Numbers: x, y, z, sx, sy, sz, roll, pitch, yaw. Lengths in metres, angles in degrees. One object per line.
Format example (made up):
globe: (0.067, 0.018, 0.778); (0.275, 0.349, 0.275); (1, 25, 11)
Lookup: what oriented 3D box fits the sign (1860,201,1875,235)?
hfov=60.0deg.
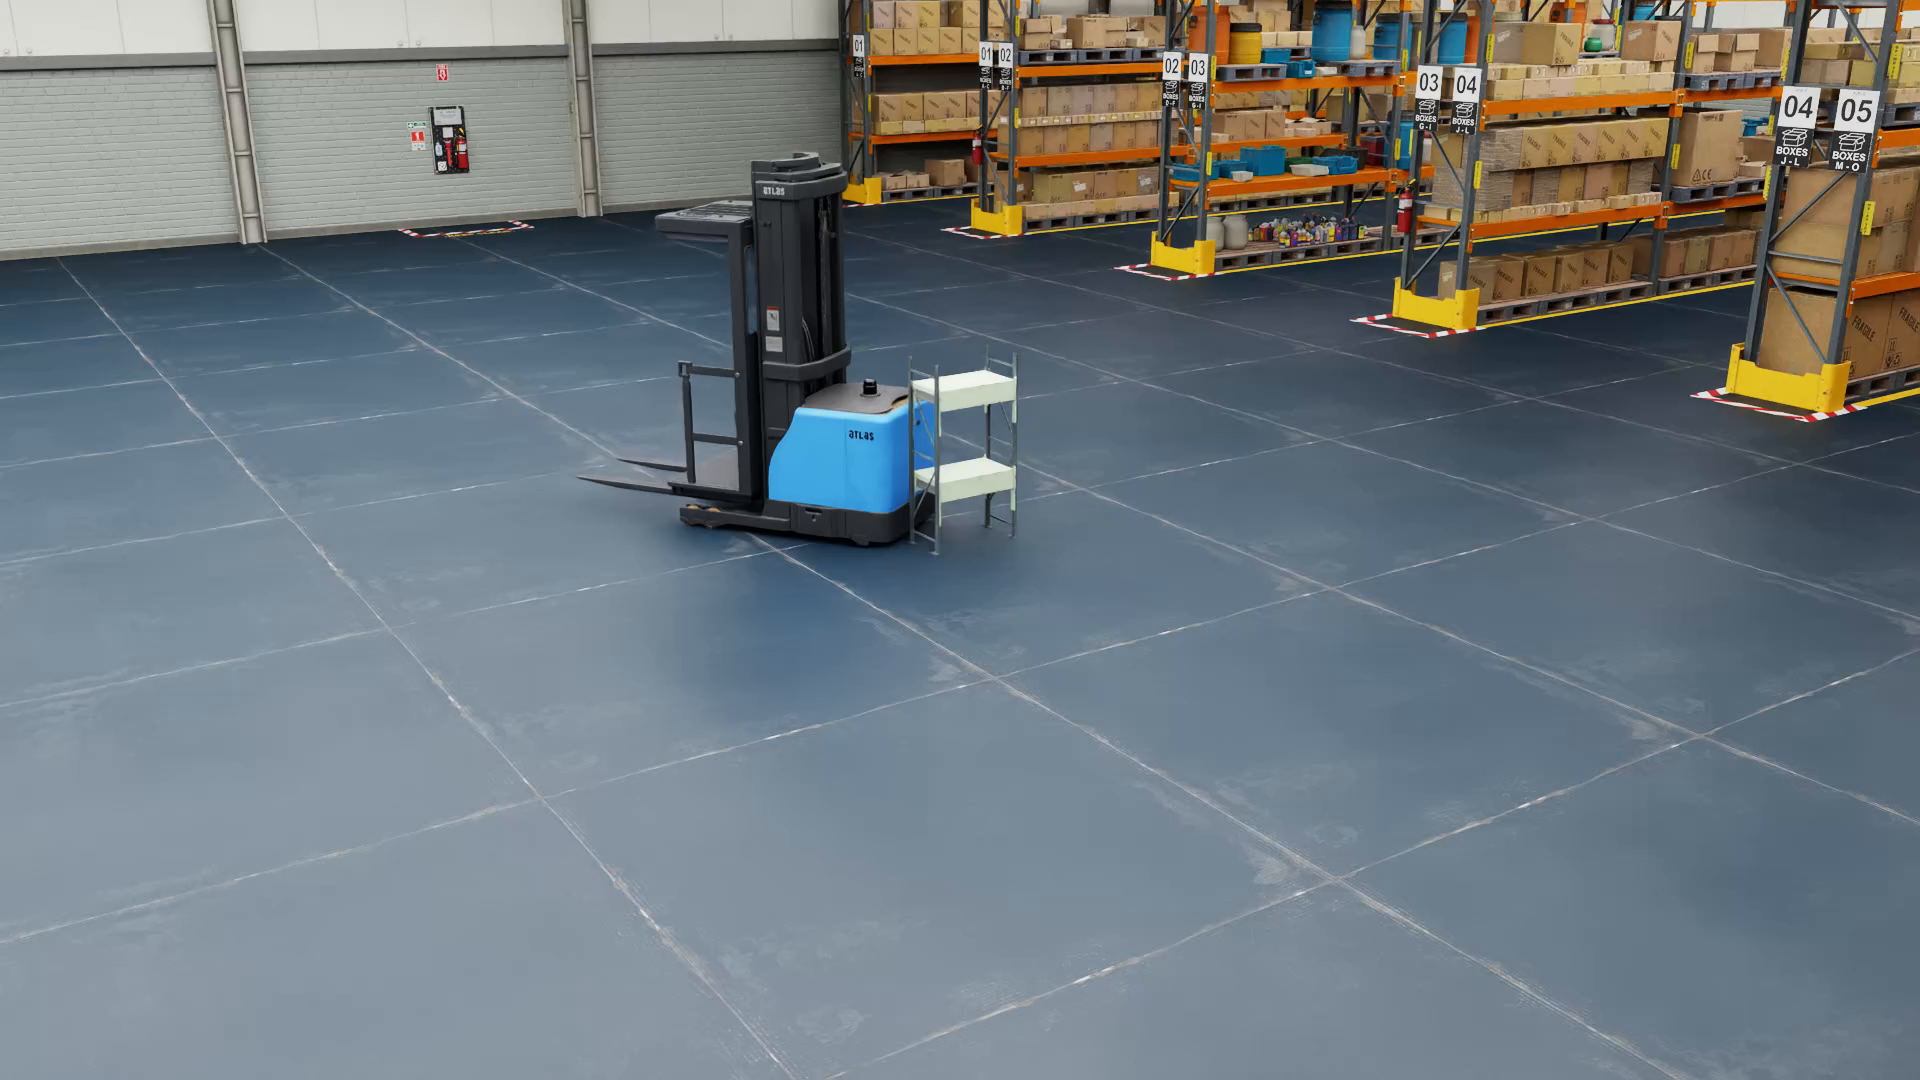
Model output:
sign: (9.051, -3.211, 16.584); (0.005, 0.325, 0.100); (-12, 22, -31)

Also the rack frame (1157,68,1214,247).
rack frame: (3.384, -5.582, 25.073); (0.127, 3.000, 1.000); (-12, 22, -31)

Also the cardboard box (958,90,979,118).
cardboard box: (0.211, -8.889, 33.887); (0.500, 0.500, 0.500); (-13, 22, -33)

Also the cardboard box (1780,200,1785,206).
cardboard box: (13.377, -4.975, 25.939); (0.875, 0.875, 1.225); (-13, 23, -34)

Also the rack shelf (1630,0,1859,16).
rack shelf: (11.119, -7.626, 23.499); (4.000, 0.370, 1.077); (-12, 22, -31)

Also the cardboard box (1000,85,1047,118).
cardboard box: (1.104, -7.658, 29.031); (0.500, 0.500, 0.700); (-12, 22, -31)

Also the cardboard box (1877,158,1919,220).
cardboard box: (10.033, -3.734, 17.687); (0.550, 0.550, 0.875); (-12, 22, -31)

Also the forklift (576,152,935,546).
forklift: (-1.744, -1.628, 13.483); (3.031, 2.935, 1.130); (8, 20, 21)

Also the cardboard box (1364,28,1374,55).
cardboard box: (7.690, -9.871, 32.920); (0.500, 0.500, 0.910); (-12, 22, -31)

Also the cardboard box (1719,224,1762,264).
cardboard box: (11.784, -4.466, 24.988); (0.500, 0.500, 0.700); (-14, 23, -36)

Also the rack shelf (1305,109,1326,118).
rack shelf: (9.627, -10.357, 40.321); (4.000, 0.370, 1.077); (-12, 22, -31)

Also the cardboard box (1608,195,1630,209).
cardboard box: (8.827, -4.583, 22.510); (0.250, 0.149, 0.380); (-12, 22, -31)

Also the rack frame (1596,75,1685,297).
rack frame: (9.448, -4.962, 23.239); (0.127, 3.000, 1.000); (-12, 22, -31)

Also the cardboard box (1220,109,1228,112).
cardboard box: (5.857, -9.719, 37.672); (0.250, 0.149, 0.380); (-11, 22, -30)

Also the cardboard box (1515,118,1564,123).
cardboard box: (7.687, -5.345, 22.190); (0.500, 0.500, 0.500); (-12, 22, -31)

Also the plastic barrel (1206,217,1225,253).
plastic barrel: (3.891, -4.739, 25.808); (0.421, 0.512, 0.421); (0, 19, 0)

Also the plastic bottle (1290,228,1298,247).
plastic bottle: (5.268, -4.775, 26.239); (0.133, 0.283, 0.061); (-11, 22, -31)

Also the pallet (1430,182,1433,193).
pallet: (10.026, -7.547, 35.239); (1.213, 0.211, 1.003); (-12, 22, -31)

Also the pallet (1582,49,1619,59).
pallet: (11.859, -8.663, 29.796); (1.213, 0.211, 1.003); (-12, 22, -31)

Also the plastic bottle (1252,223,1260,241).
plastic bottle: (4.764, -4.970, 26.817); (0.133, 0.283, 0.061); (-11, 22, -30)

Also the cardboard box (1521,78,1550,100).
cardboard box: (7.079, -5.716, 21.018); (0.500, 0.250, 0.500); (-12, 22, -33)

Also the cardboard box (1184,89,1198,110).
cardboard box: (5.163, -9.856, 37.063); (0.500, 0.500, 0.500); (-11, 22, -30)

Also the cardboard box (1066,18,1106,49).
cardboard box: (2.200, -8.861, 29.057); (0.500, 0.500, 0.500); (-12, 22, -31)

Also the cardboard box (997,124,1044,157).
cardboard box: (1.059, -7.034, 29.211); (0.500, 0.500, 0.700); (-12, 22, -31)

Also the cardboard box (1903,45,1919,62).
cardboard box: (9.415, -4.857, 16.578); (0.250, 0.149, 0.380); (-12, 22, -31)

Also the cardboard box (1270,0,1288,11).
cardboard box: (7.150, -12.258, 38.122); (0.500, 0.250, 0.500); (-10, 21, -28)

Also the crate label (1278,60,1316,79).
crate label: (5.129, -7.174, 25.330); (0.408, 0.251, 0.502); (-12, 22, -31)

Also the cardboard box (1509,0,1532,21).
cardboard box: (11.565, -11.110, 35.022); (0.500, 0.500, 0.700); (-12, 22, -31)

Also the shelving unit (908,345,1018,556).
shelving unit: (0.025, -0.708, 12.996); (0.755, 1.500, 0.431); (-12, 22, -32)

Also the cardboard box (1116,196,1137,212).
cardboard box: (2.904, -6.191, 30.512); (0.500, 0.250, 0.500); (-12, 22, -31)

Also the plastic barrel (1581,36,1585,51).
plastic barrel: (10.880, -8.774, 29.390); (0.301, 0.262, 0.301); (0, 19, 0)

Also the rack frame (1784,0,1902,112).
rack frame: (8.751, -5.755, 16.217); (0.127, 3.000, 1.000); (-12, 22, -31)

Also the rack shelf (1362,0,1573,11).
rack shelf: (8.395, -8.951, 27.418); (4.000, 0.370, 1.077); (-12, 22, -31)

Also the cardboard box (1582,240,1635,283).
cardboard box: (9.092, -3.917, 23.395); (0.500, 0.500, 0.500); (-13, 22, -33)

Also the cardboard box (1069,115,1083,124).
cardboard box: (1.970, -7.456, 29.447); (0.250, 0.149, 0.380); (-13, 23, -33)

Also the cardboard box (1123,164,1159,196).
cardboard box: (3.312, -6.639, 30.665); (0.500, 0.500, 0.500); (-12, 22, -31)

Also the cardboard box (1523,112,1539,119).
cardboard box: (12.105, -9.264, 35.808); (0.500, 0.500, 0.500); (-12, 22, -32)

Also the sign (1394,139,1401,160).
sign: (7.018, -6.269, 26.672); (0.005, 0.325, 0.100); (-12, 22, -31)

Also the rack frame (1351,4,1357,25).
rack frame: (7.344, -11.159, 32.201); (0.127, 3.000, 1.000); (-12, 22, -31)

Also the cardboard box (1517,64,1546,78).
cardboard box: (7.144, -5.909, 20.968); (0.250, 0.149, 0.380); (-11, 22, -29)

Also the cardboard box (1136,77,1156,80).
cardboard box: (4.084, -10.075, 36.506); (0.250, 0.149, 0.380); (-17, 25, -40)

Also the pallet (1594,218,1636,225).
pallet: (11.718, -6.034, 30.763); (1.213, 0.211, 1.003); (-12, 22, -31)

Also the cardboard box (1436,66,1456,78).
cardboard box: (6.168, -5.929, 21.026); (0.250, 0.149, 0.380); (-12, 22, -31)

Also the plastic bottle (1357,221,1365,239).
plastic bottle: (6.504, -5.035, 27.010); (0.133, 0.283, 0.061); (-11, 21, -29)

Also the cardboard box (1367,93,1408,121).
cardboard box: (8.677, -8.814, 33.822); (0.500, 0.500, 0.700); (-8, 20, -21)

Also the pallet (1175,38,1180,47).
pallet: (5.125, -11.100, 37.007); (1.003, 0.211, 1.213); (-11, 21, -29)

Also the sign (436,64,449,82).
sign: (-9.114, -8.228, 29.281); (0.199, 0.298, 0.001); (-12, 22, -31)

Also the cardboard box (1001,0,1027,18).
cardboard box: (1.006, -10.727, 33.860); (0.500, 0.500, 0.500); (-14, 23, -36)

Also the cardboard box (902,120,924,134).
cardboard box: (-1.057, -8.267, 33.217); (0.500, 0.250, 0.500); (-13, 22, -33)

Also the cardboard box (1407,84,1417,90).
cardboard box: (10.877, -11.100, 40.926); (0.700, 0.700, 0.980); (-11, 21, -29)

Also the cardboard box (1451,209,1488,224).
cardboard box: (6.477, -4.125, 21.155); (0.250, 0.149, 0.380); (-12, 22, -31)

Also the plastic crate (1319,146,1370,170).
plastic crate: (6.217, -6.199, 26.995); (0.504, 0.338, 0.767); (-12, 22, -31)

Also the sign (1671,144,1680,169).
sign: (9.753, -5.228, 22.675); (0.005, 0.325, 0.100); (-12, 22, -31)

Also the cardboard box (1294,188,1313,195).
cardboard box: (6.610, -6.964, 32.797); (0.500, 0.250, 0.500); (-12, 22, -32)
